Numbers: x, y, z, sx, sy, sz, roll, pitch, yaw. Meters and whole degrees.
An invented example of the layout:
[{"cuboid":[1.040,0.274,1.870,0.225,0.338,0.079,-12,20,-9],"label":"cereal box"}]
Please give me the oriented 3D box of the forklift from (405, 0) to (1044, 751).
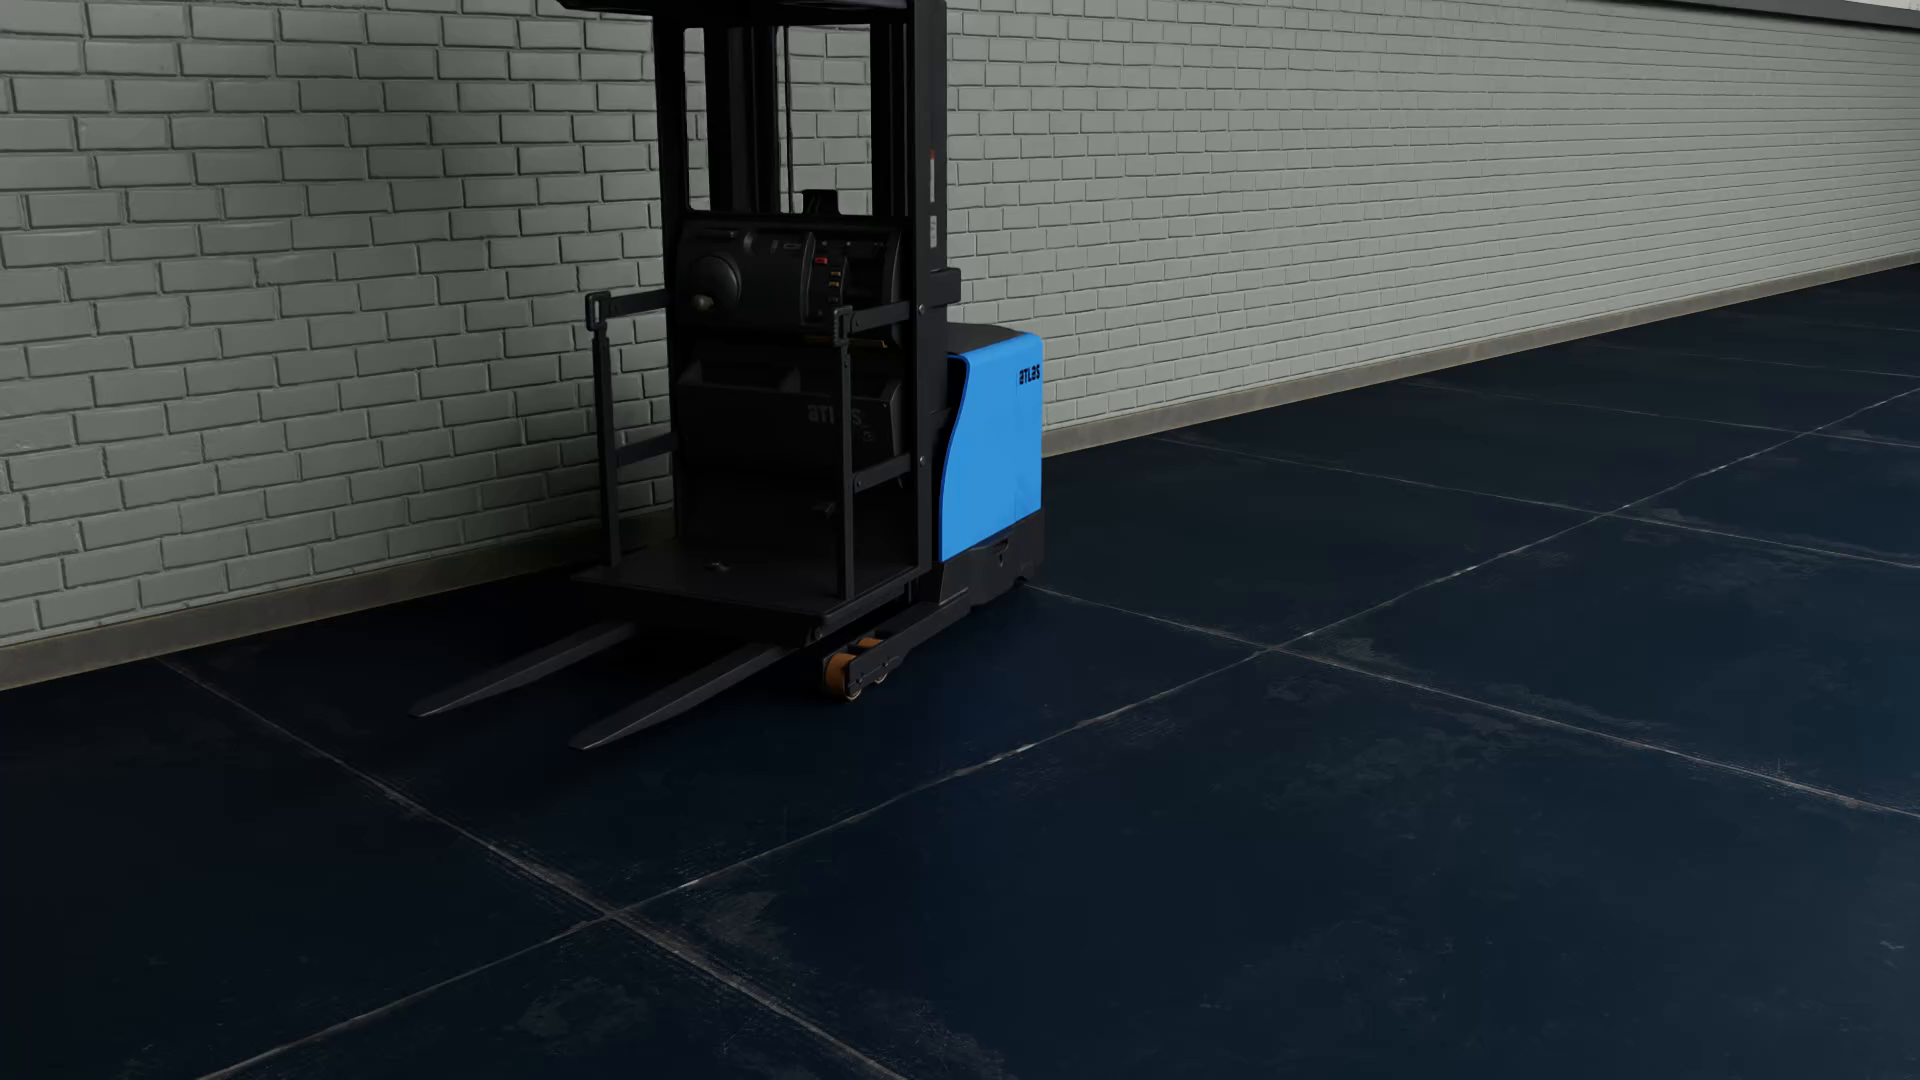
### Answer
[{"cuboid":[-0.726,-0.985,5.898,1.130,2.935,3.031,7,16,25],"label":"forklift"}]
